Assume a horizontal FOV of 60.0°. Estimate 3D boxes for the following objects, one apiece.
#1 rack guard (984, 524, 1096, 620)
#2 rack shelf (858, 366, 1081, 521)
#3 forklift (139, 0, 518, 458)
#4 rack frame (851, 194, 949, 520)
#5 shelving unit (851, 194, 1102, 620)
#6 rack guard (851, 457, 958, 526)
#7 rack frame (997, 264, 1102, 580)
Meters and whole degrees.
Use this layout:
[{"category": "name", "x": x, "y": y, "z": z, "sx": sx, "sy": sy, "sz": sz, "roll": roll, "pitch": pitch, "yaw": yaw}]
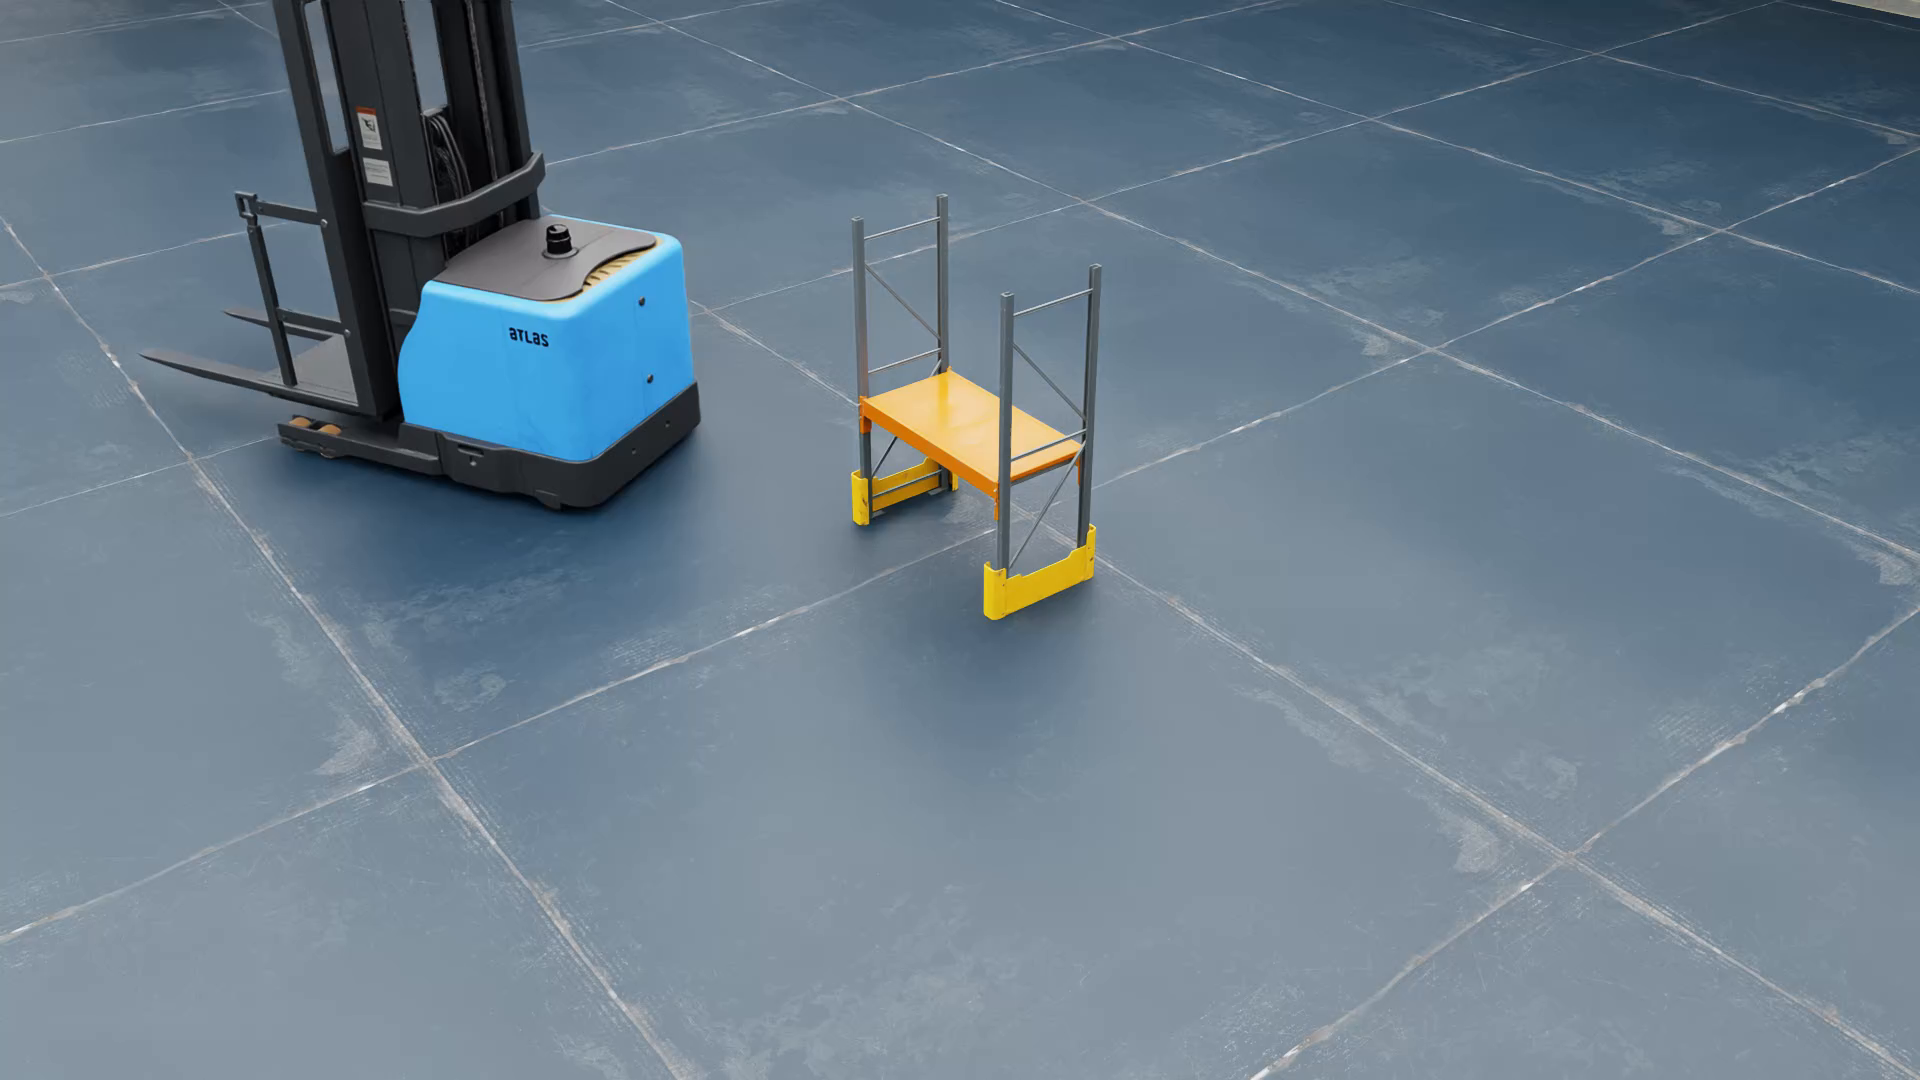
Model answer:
[{"category": "rack guard", "x": 0.352, "y": 0.133, "z": 7.299, "sx": 0.587, "sy": 0.250, "sz": 0.087, "roll": -22, "pitch": 38, "yaw": -31}, {"category": "rack shelf", "x": 0.052, "y": -0.449, "z": 7.392, "sx": 0.538, "sy": 0.185, "sz": 1.000, "roll": -22, "pitch": 38, "yaw": -31}, {"category": "forklift", "x": -2.902, "y": -1.899, "z": 8.030, "sx": 3.031, "sy": 2.935, "sz": 1.121, "roll": 13, "pitch": 34, "yaw": 20}, {"category": "rack frame", "x": -0.259, "y": -0.813, "z": 7.638, "sx": 0.500, "sy": 1.500, "sz": 0.032, "roll": -22, "pitch": 38, "yaw": -31}, {"category": "shelving unit", "x": 0.047, "y": -0.605, "z": 7.303, "sx": 0.587, "sy": 1.500, "sz": 1.083, "roll": -22, "pitch": 38, "yaw": -31}, {"category": "rack guard", "x": -0.259, "y": -0.282, "z": 7.967, "sx": 0.587, "sy": 0.250, "sz": 0.087, "roll": -22, "pitch": 38, "yaw": -31}, {"category": "rack frame", "x": 0.364, "y": -0.390, "z": 6.956, "sx": 0.500, "sy": 1.500, "sz": 0.032, "roll": -22, "pitch": 38, "yaw": -31}]
